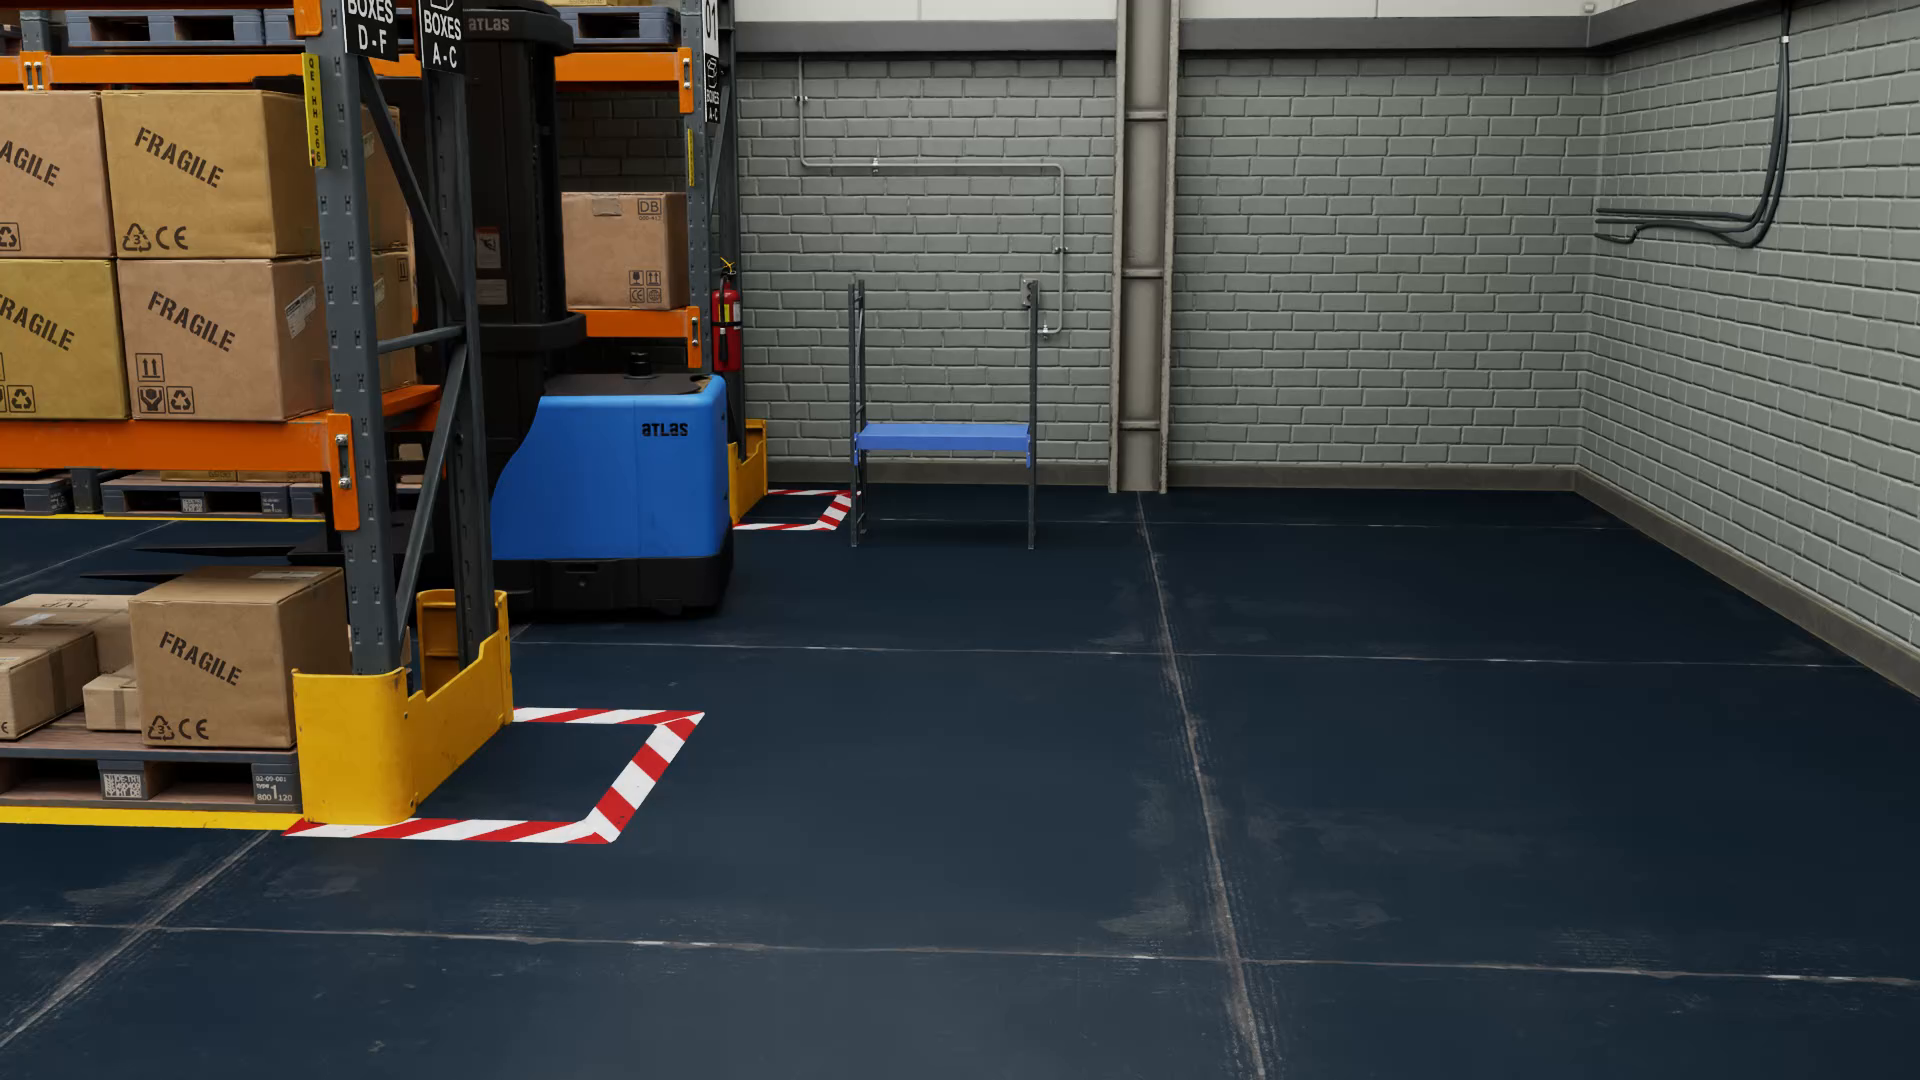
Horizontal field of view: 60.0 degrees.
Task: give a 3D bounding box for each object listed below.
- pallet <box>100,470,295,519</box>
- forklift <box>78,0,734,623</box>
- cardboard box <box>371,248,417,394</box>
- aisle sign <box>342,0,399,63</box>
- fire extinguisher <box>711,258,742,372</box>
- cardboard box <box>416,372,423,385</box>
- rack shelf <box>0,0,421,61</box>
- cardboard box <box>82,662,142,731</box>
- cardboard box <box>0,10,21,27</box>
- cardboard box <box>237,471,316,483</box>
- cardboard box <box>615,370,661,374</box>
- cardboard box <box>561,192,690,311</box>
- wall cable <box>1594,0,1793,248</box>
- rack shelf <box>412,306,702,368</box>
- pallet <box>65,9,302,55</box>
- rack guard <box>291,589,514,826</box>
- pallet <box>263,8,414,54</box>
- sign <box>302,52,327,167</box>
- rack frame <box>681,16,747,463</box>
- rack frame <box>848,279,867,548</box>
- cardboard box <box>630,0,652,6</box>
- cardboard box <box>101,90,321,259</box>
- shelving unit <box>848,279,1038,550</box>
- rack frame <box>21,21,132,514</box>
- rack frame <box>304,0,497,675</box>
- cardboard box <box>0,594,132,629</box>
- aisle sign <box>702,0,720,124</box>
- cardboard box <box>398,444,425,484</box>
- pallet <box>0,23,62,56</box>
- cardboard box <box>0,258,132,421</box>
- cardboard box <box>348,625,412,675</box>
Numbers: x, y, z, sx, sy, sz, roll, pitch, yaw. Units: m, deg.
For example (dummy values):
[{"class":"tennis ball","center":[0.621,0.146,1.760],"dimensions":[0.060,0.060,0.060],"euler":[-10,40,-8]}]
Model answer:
[{"class":"pallet","center":[-4.770,-0.342,10.887],"dimensions":[1.213,0.211,1.003],"euler":[1,12,4]},{"class":"forklift","center":[-2.686,-1.135,8.038],"dimensions":[3.031,2.935,1.130],"euler":[-1,12,-4]},{"class":"cardboard box","center":[-2.285,-0.775,5.905],"dimensions":[0.500,0.500,0.500],"euler":[1,12,5]},{"class":"aisle sign","center":[-1.812,-1.875,5.058],"dimensions":[0.004,0.787,0.394],"euler":[1,12,4]},{"class":"fire extinguisher","center":[-1.413,-1.362,10.052],"dimensions":[0.183,0.674,0.296],"euler":[1,12,4]},{"class":"cardboard box","center":[-3.365,-1.023,10.829],"dimensions":[0.250,0.149,0.380],"euler":[1,12,4]},{"class":"rack shelf","center":[-3.855,-1.810,5.526],"dimensions":[4.000,0.370,1.077],"euler":[1,12,4]},{"class":"cardboard box","center":[-2.817,0.524,5.783],"dimensions":[0.250,0.166,0.380],"euler":[1,12,4]},{"class":"cardboard box","center":[-6.394,-3.500,10.530],"dimensions":[0.500,0.500,0.700],"euler":[0,12,1]},{"class":"cardboard box","center":[-4.283,-0.677,10.756],"dimensions":[0.500,0.500,0.700],"euler":[1,12,3]},{"class":"cardboard box","center":[-2.100,-1.006,10.748],"dimensions":[0.250,0.149,0.380],"euler":[1,12,4]},{"class":"cardboard box","center":[-2.042,-1.830,10.459],"dimensions":[0.700,0.700,0.980],"euler":[1,12,6]},{"class":"wall cable","center":[4.087,-2.945,9.451],"dimensions":[0.112,2.526,3.097],"euler":[1,12,4]},{"class":"rack shelf","center":[-3.528,-1.354,10.671],"dimensions":[4.000,0.370,1.077],"euler":[1,12,4]},{"class":"pallet","center":[-4.708,-3.145,10.366],"dimensions":[1.213,0.211,1.003],"euler":[1,12,4]},{"class":"rack guard","center":[-1.936,0.556,5.889],"dimensions":[0.348,0.500,1.175],"euler":[1,12,4]},{"class":"pallet","center":[-3.494,-3.128,10.284],"dimensions":[1.213,0.211,1.003],"euler":[1,12,4]},{"class":"sign","center":[-1.917,-1.275,4.937],"dimensions":[0.005,0.325,0.100],"euler":[1,12,4]},{"class":"rack frame","center":[-1.533,-1.679,10.466],"dimensions":[0.127,3.000,1.000],"euler":[1,12,4]},{"class":"rack frame","center":[-0.592,-0.742,9.653],"dimensions":[0.032,1.500,0.500],"euler":[1,12,4]},{"class":"cardboard box","center":[-2.245,-3.388,10.409],"dimensions":[0.500,0.250,0.500],"euler":[1,12,7]},{"class":"cardboard box","center":[-2.322,-1.155,5.276],"dimensions":[0.500,0.500,0.500],"euler":[1,12,3]},{"class":"shelving unit","center":[-0.085,-0.735,9.620],"dimensions":[1.048,1.500,0.538],"euler":[1,12,4]},{"class":"rack frame","center":[-5.524,-1.733,10.728],"dimensions":[0.127,3.000,1.000],"euler":[1,12,4]},{"class":"rack frame","center":[-1.860,-0.667,5.628],"dimensions":[0.127,3.000,1.000],"euler":[1,12,4]},{"class":"cardboard box","center":[-3.381,0.385,6.243],"dimensions":[0.500,0.250,0.500],"euler":[1,12,4]},{"class":"aisle sign","center":[-1.481,-2.889,9.903],"dimensions":[0.004,0.787,0.394],"euler":[1,12,4]},{"class":"cardboard box","center":[-3.239,-0.663,10.692],"dimensions":[0.500,0.500,0.700],"euler":[0,12,2]},{"class":"pallet","center":[-6.442,-3.110,10.452],"dimensions":[1.217,0.209,0.805],"euler":[0,12,1]},{"class":"cardboard box","center":[-2.843,-0.672,5.412],"dimensions":[0.500,0.500,0.500],"euler":[1,12,4]},{"class":"cardboard box","center":[-2.255,0.438,6.238],"dimensions":[0.250,0.149,0.380],"euler":[1,12,4]}]
